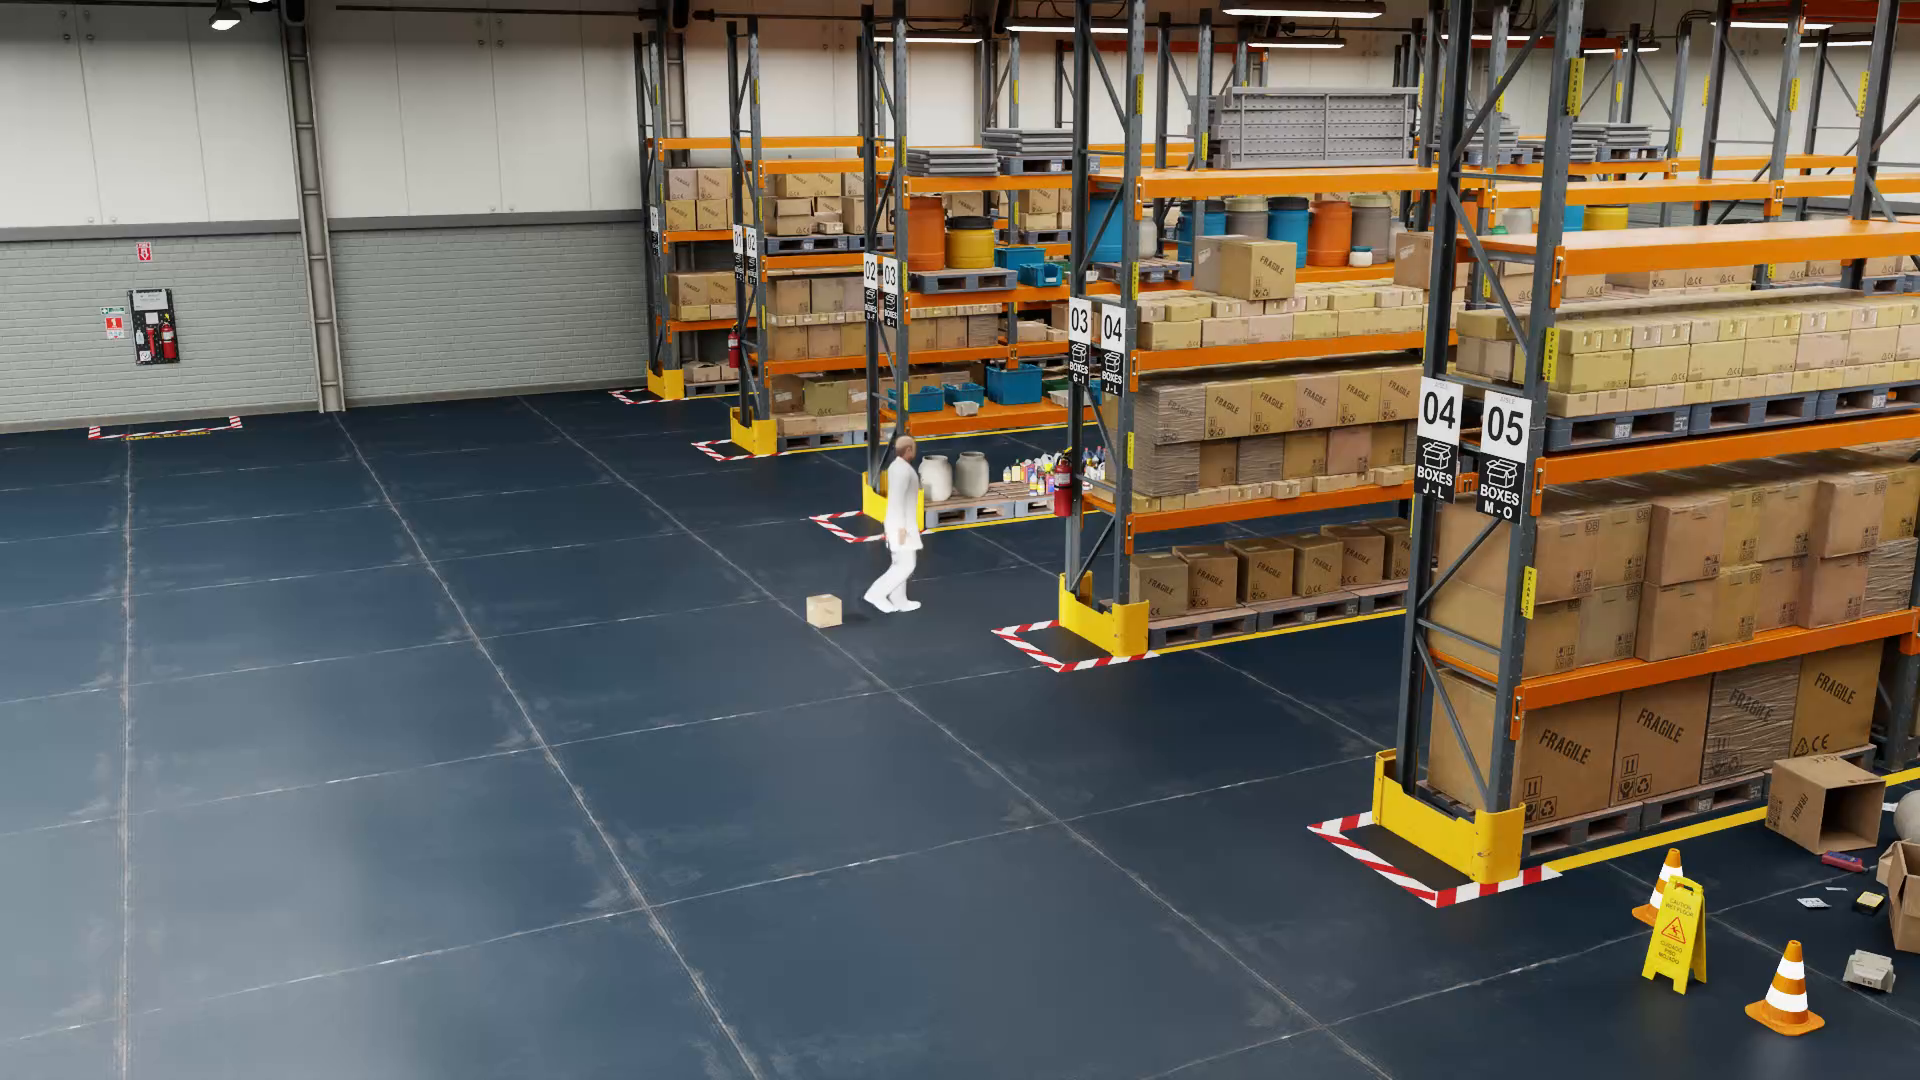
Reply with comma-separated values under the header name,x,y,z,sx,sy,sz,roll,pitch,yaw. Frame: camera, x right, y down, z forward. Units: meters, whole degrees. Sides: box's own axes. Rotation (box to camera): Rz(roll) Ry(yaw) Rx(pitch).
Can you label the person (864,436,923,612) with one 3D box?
name,x,y,z,sx,sy,sz,roll,pitch,yaw
person,-0.664,-0.140,16.421,0.600,1.772,0.623,-2,15,-9
